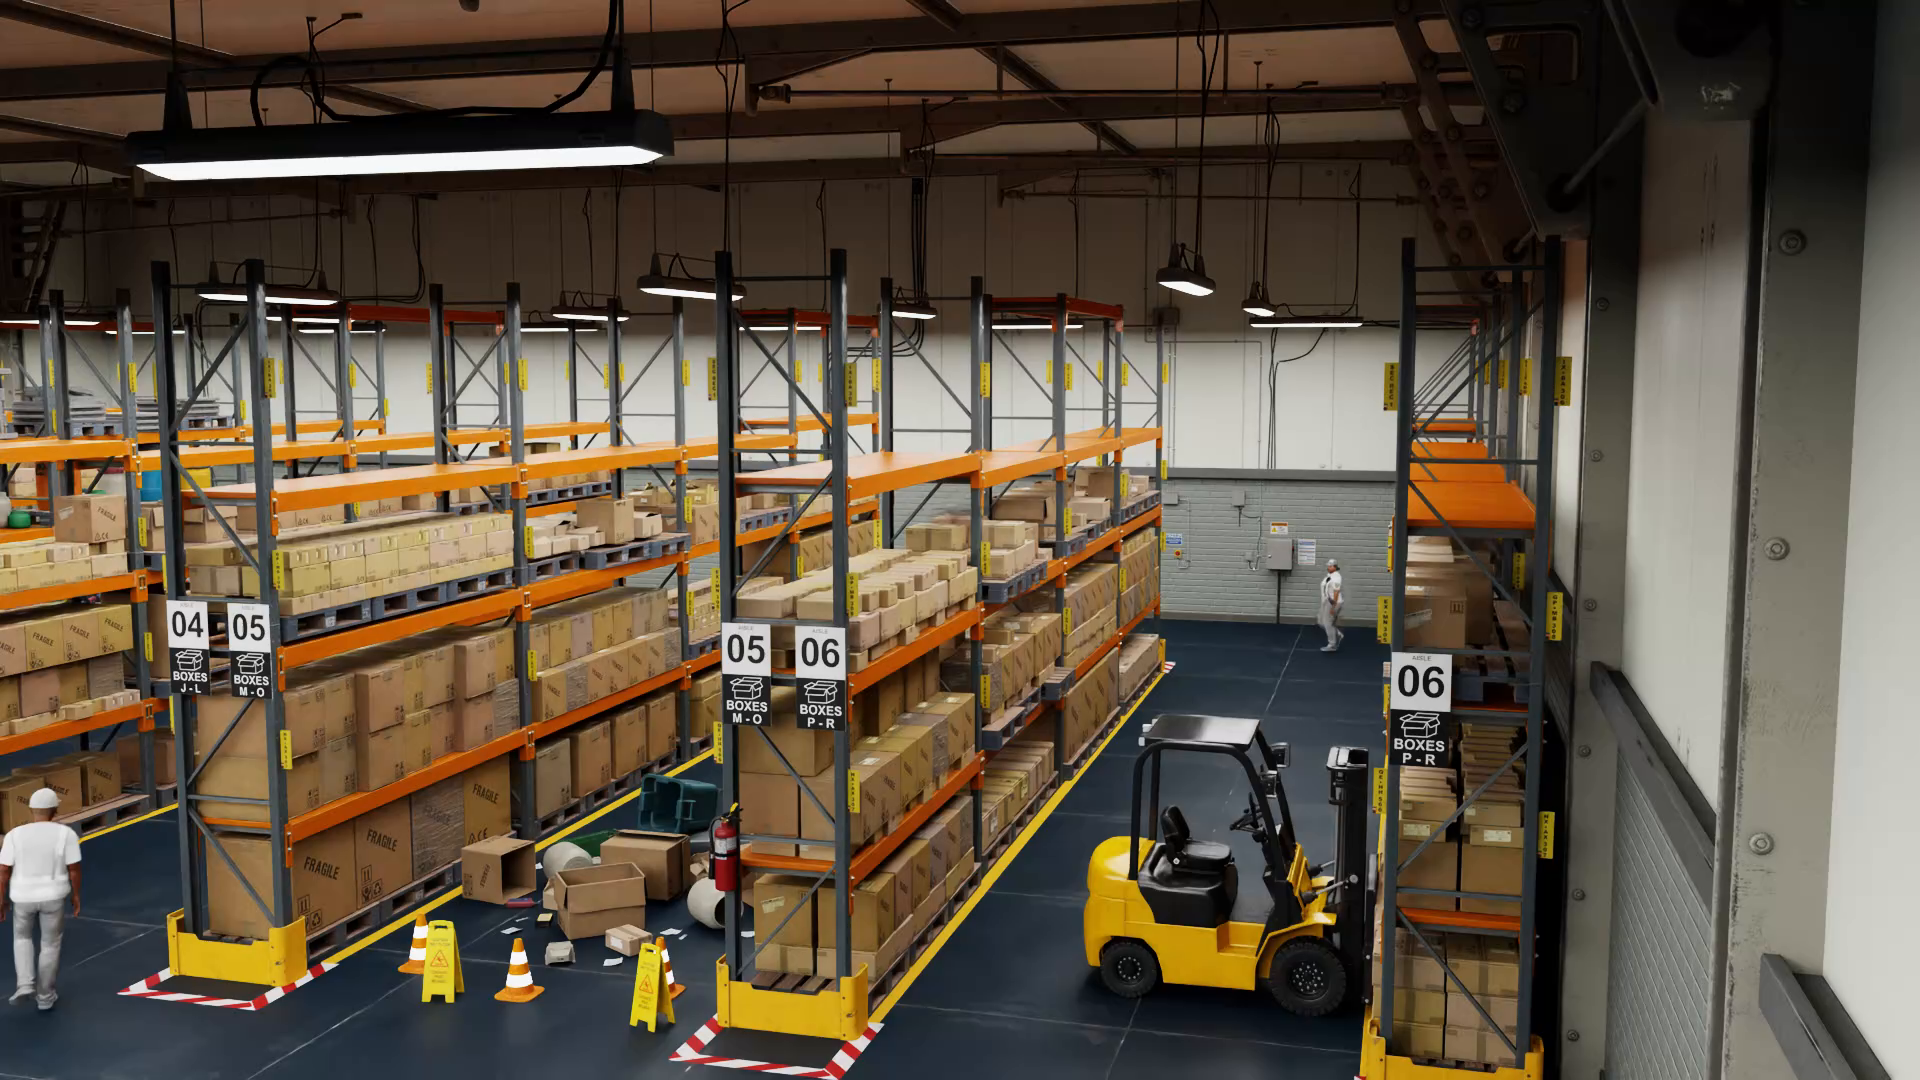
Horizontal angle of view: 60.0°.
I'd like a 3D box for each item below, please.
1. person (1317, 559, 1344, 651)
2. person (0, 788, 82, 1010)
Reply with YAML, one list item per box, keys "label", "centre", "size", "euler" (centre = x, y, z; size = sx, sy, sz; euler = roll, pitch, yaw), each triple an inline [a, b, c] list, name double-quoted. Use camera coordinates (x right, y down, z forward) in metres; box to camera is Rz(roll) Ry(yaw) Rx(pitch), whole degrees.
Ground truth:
- label: "person"
  centre: [6.692, 1.161, 29.902]
  size: [0.478, 1.656, 0.511]
  euler: [1, 6, 6]
- label: "person"
  centre: [-7.365, 2.874, 13.322]
  size: [0.616, 1.759, 0.472]
  euler: [-2, 6, -20]
